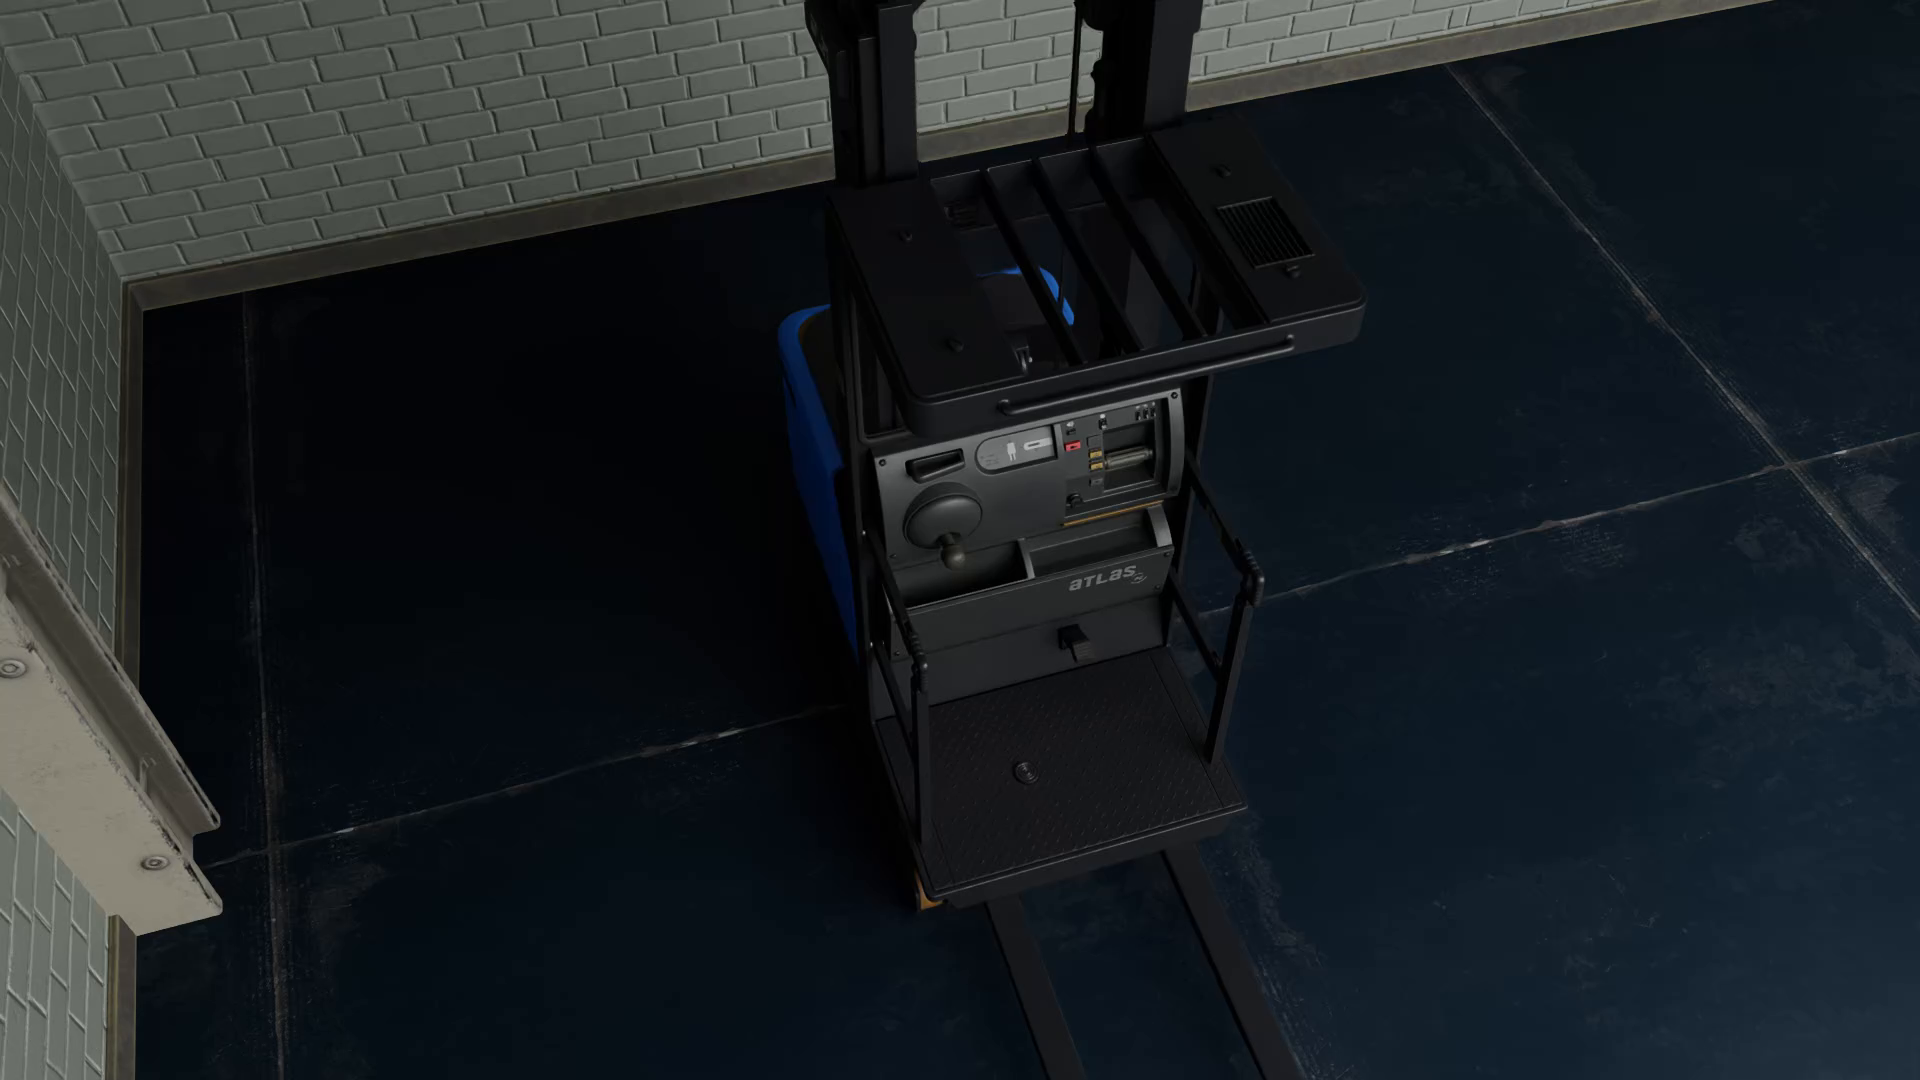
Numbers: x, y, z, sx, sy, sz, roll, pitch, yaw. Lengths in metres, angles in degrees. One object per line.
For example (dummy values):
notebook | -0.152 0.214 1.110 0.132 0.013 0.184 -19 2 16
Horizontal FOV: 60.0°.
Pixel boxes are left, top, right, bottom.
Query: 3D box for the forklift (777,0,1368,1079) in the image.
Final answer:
forklift | 0.277 -0.079 4.689 1.130 2.935 3.031 -14 51 -11

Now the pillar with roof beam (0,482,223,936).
pillar with roof beam | 1.467 -2.749 2.971 9.100 9.000 0.400 -13 51 -11
